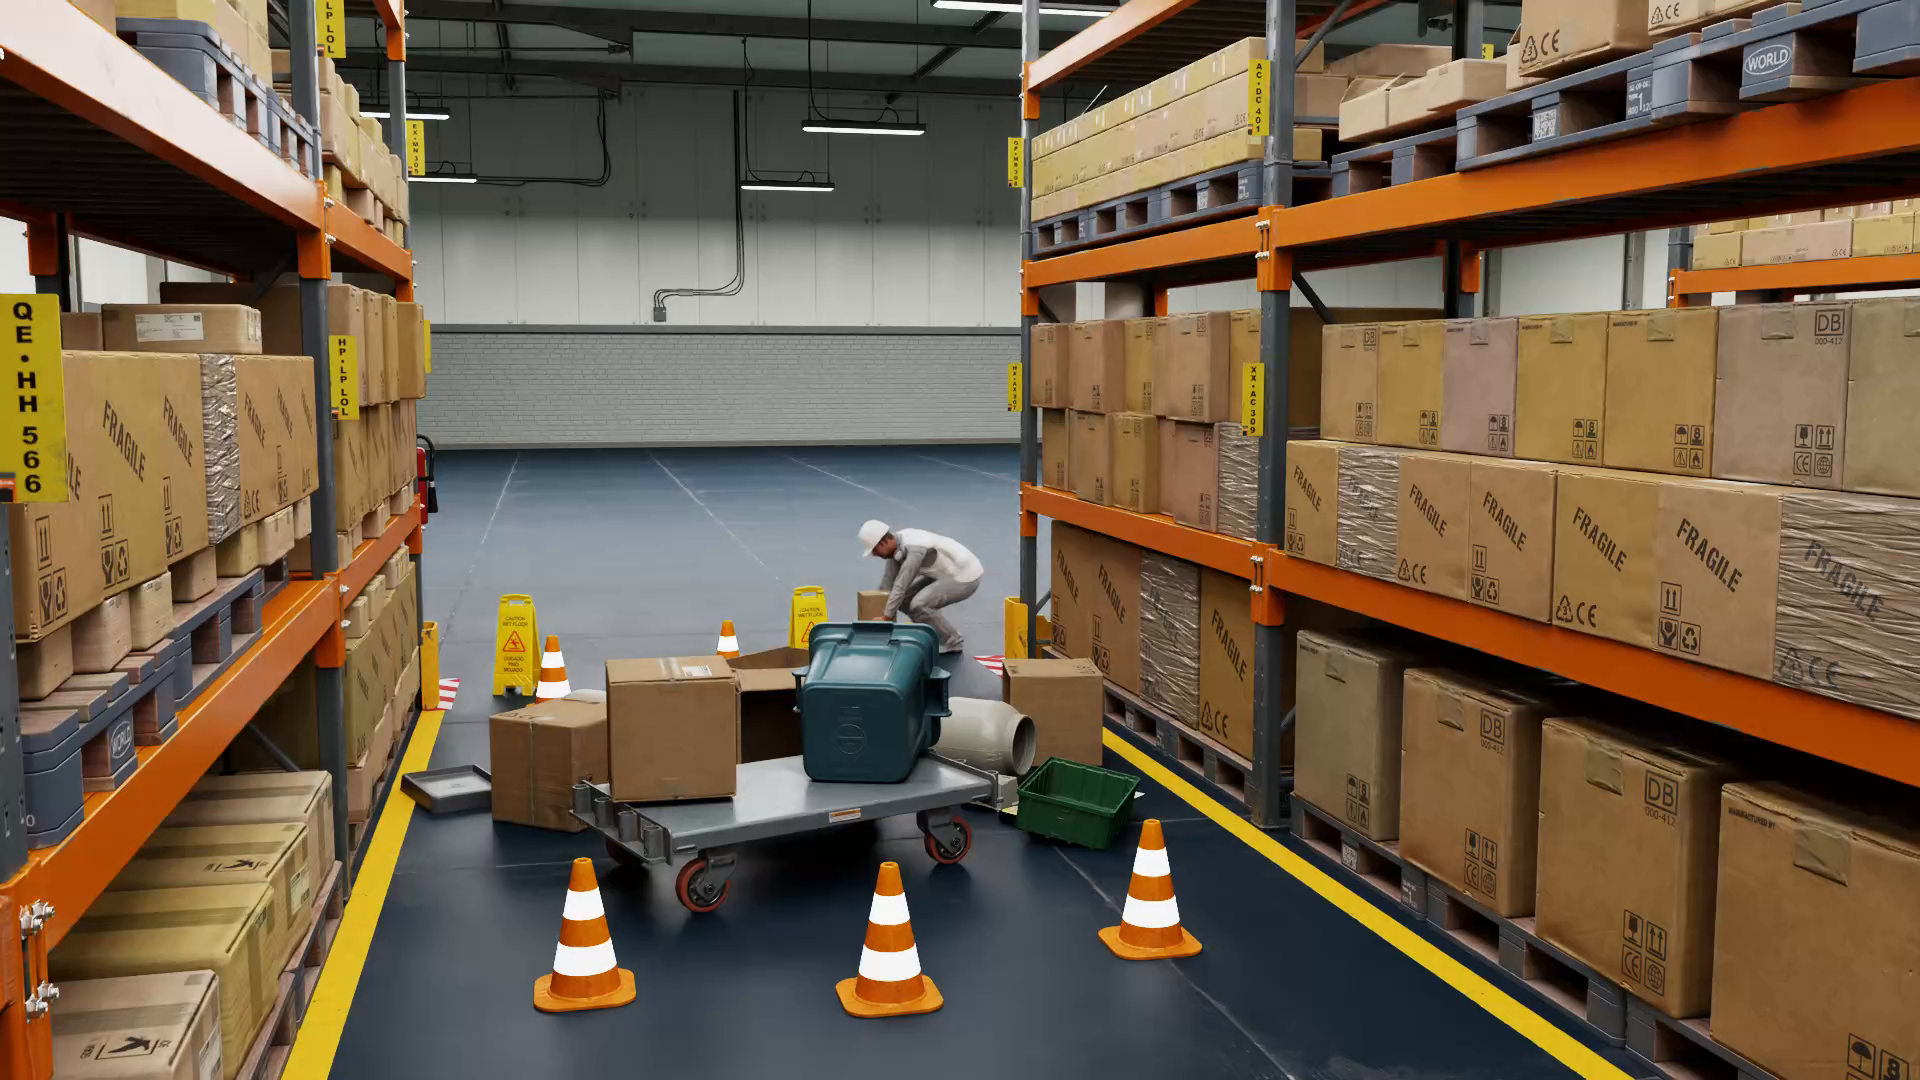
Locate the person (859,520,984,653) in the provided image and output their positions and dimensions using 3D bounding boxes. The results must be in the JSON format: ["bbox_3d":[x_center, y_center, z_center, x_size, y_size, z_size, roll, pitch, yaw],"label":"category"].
[{"bbox_3d":[-0.296,0.338,12.353,0.934,0.997,0.500,-2,6,-15],"label":"person"}]
